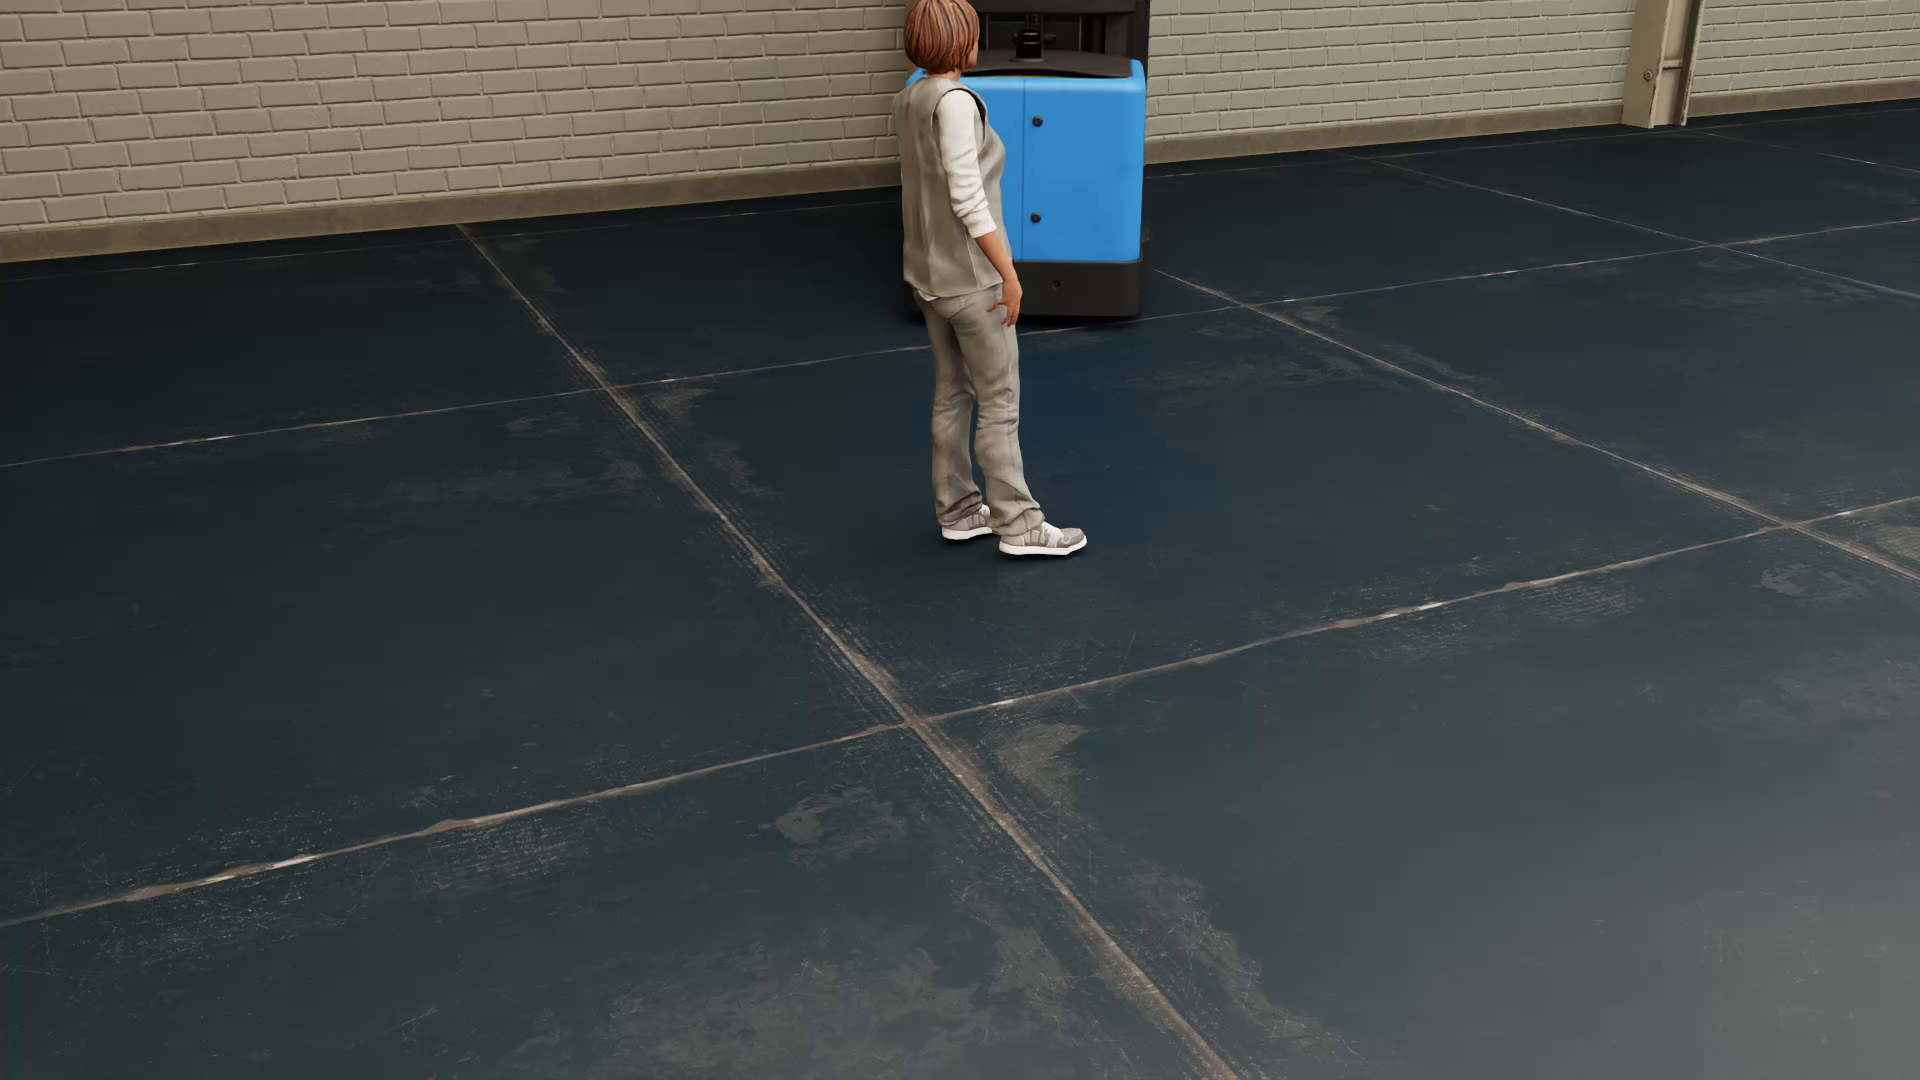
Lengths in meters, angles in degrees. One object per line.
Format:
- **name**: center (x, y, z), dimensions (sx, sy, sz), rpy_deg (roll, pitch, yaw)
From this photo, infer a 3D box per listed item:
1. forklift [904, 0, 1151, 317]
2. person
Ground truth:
- **forklift**: center (0.392, -2.853, 8.154), dimensions (1.130, 2.935, 3.031), rpy_deg (2, 23, 4)
- **person**: center (0.073, -0.751, 4.816), dimensions (0.473, 1.599, 0.521), rpy_deg (-10, 25, -23)
